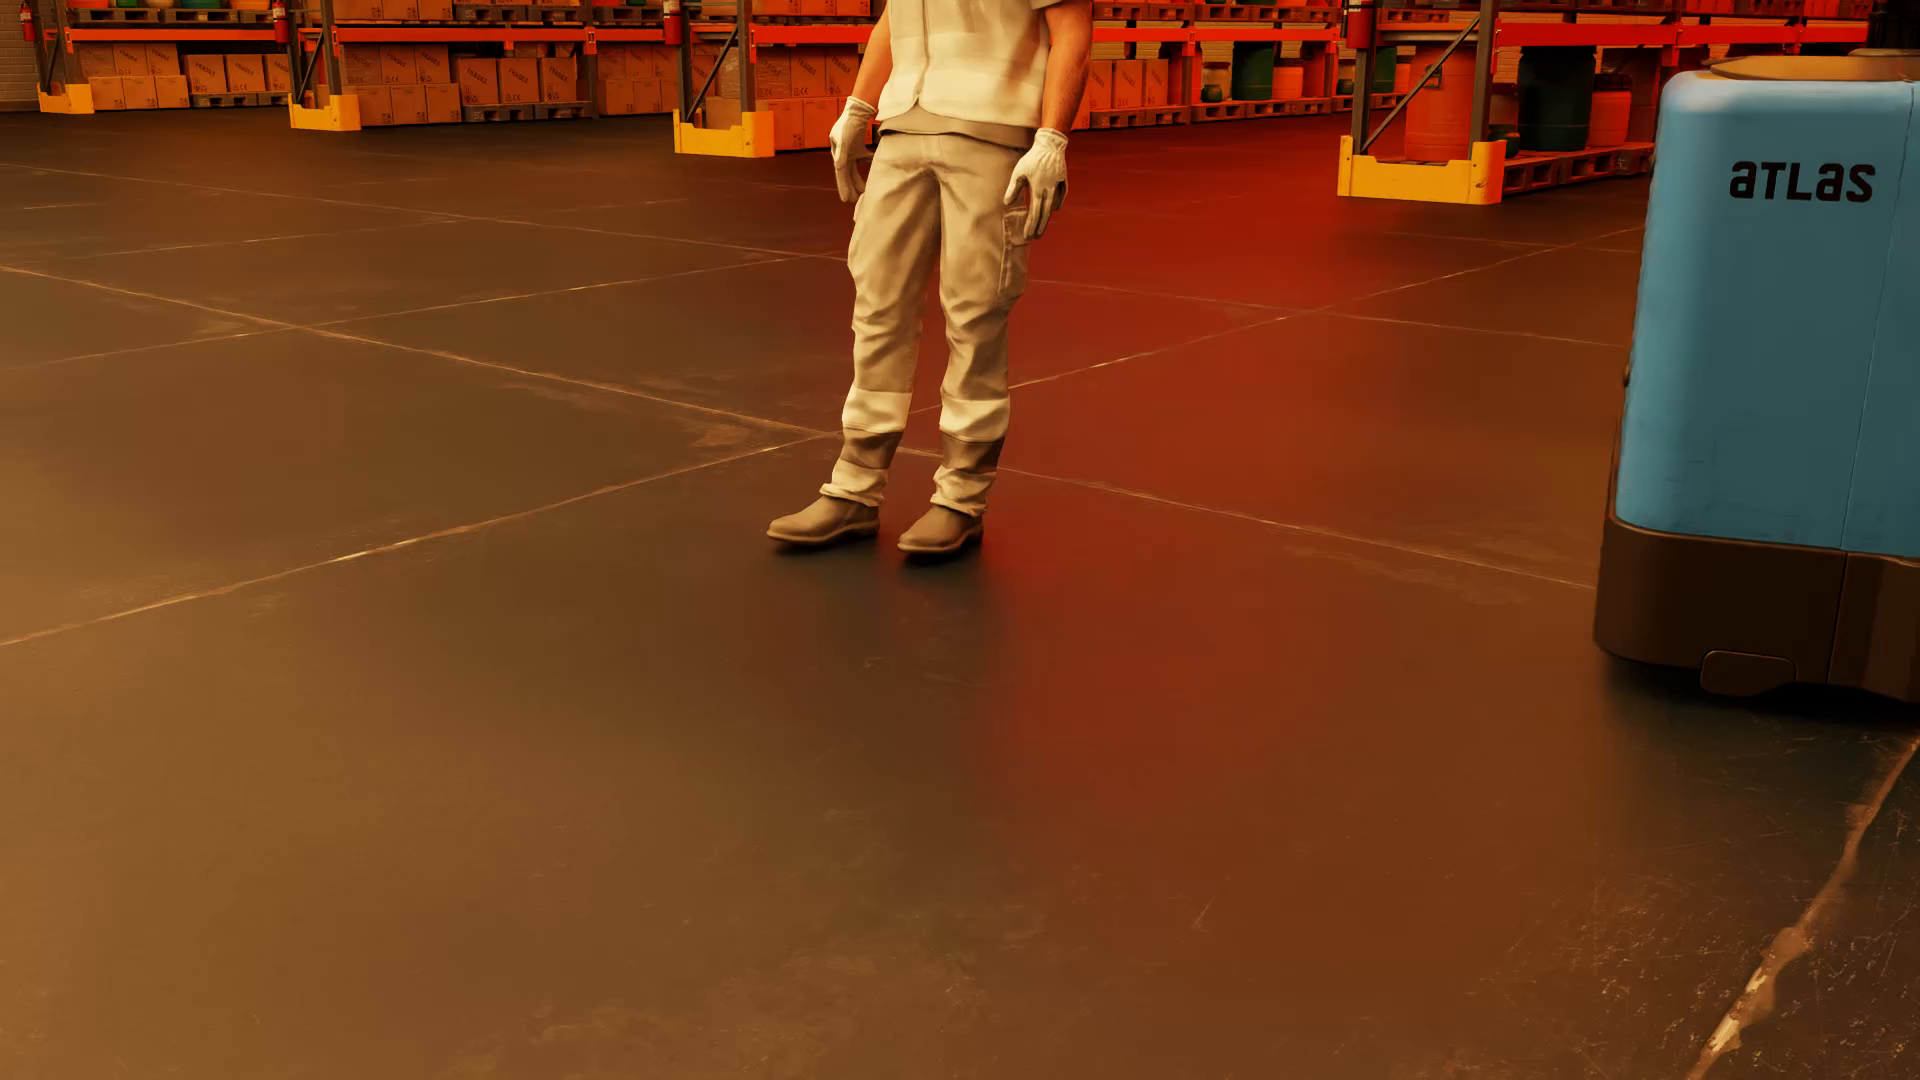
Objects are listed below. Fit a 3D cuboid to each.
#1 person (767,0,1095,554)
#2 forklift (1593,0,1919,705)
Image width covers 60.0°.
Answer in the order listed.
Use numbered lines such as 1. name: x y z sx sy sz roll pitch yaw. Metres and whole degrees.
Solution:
1. person: -0.060 -0.847 3.628 0.638 1.787 0.564 13 21 37
2. forklift: 2.741 -1.102 2.525 3.031 2.935 1.130 7 18 21
